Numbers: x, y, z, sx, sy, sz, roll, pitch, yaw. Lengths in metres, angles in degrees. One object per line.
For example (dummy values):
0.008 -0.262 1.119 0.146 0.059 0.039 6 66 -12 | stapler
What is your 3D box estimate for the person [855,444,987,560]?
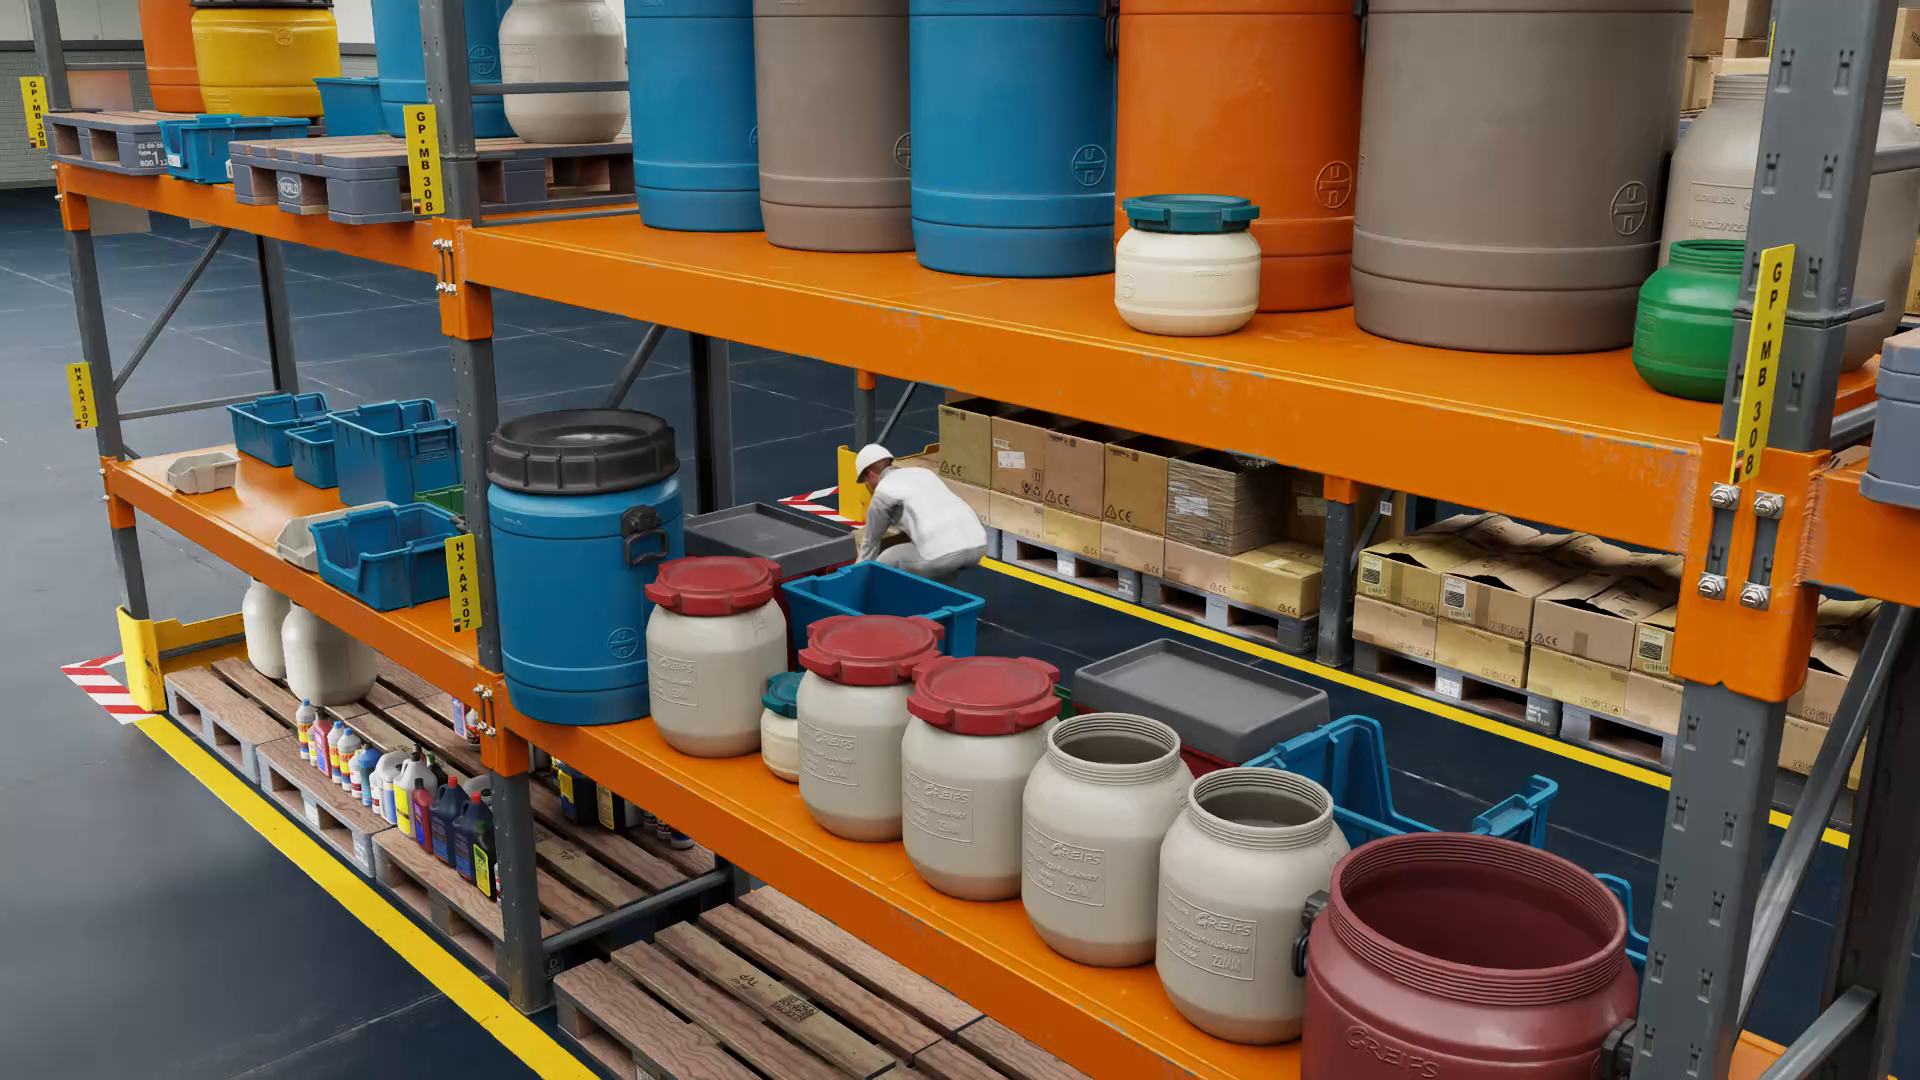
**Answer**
-0.259 -0.027 9.901 0.491 1.011 0.880 -16 23 -42 | person
